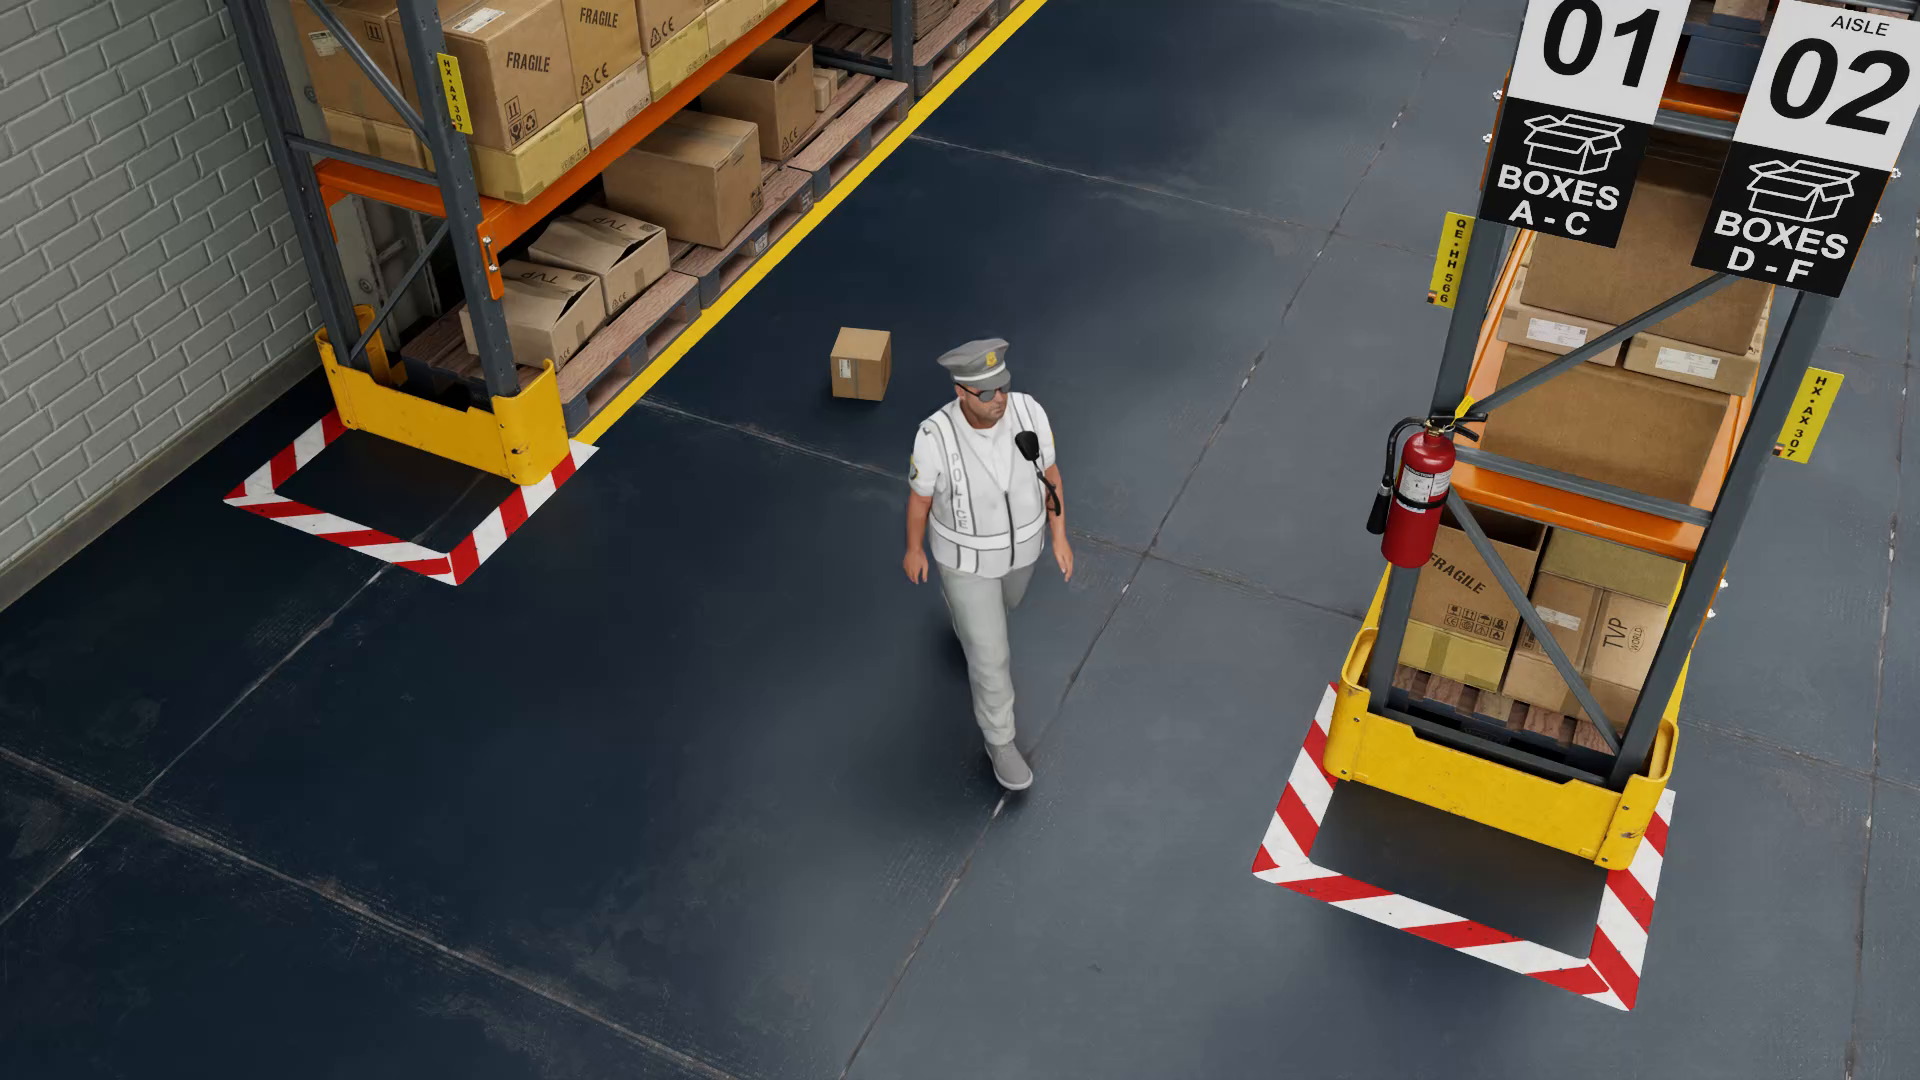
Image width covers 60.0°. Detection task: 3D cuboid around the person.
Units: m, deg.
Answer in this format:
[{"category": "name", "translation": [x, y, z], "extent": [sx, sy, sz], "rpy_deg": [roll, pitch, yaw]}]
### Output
[{"category": "person", "translation": [0.109, -0.011, 6.152], "extent": [0.564, 1.724, 1.050], "rpy_deg": [-20, 46, -21]}]
